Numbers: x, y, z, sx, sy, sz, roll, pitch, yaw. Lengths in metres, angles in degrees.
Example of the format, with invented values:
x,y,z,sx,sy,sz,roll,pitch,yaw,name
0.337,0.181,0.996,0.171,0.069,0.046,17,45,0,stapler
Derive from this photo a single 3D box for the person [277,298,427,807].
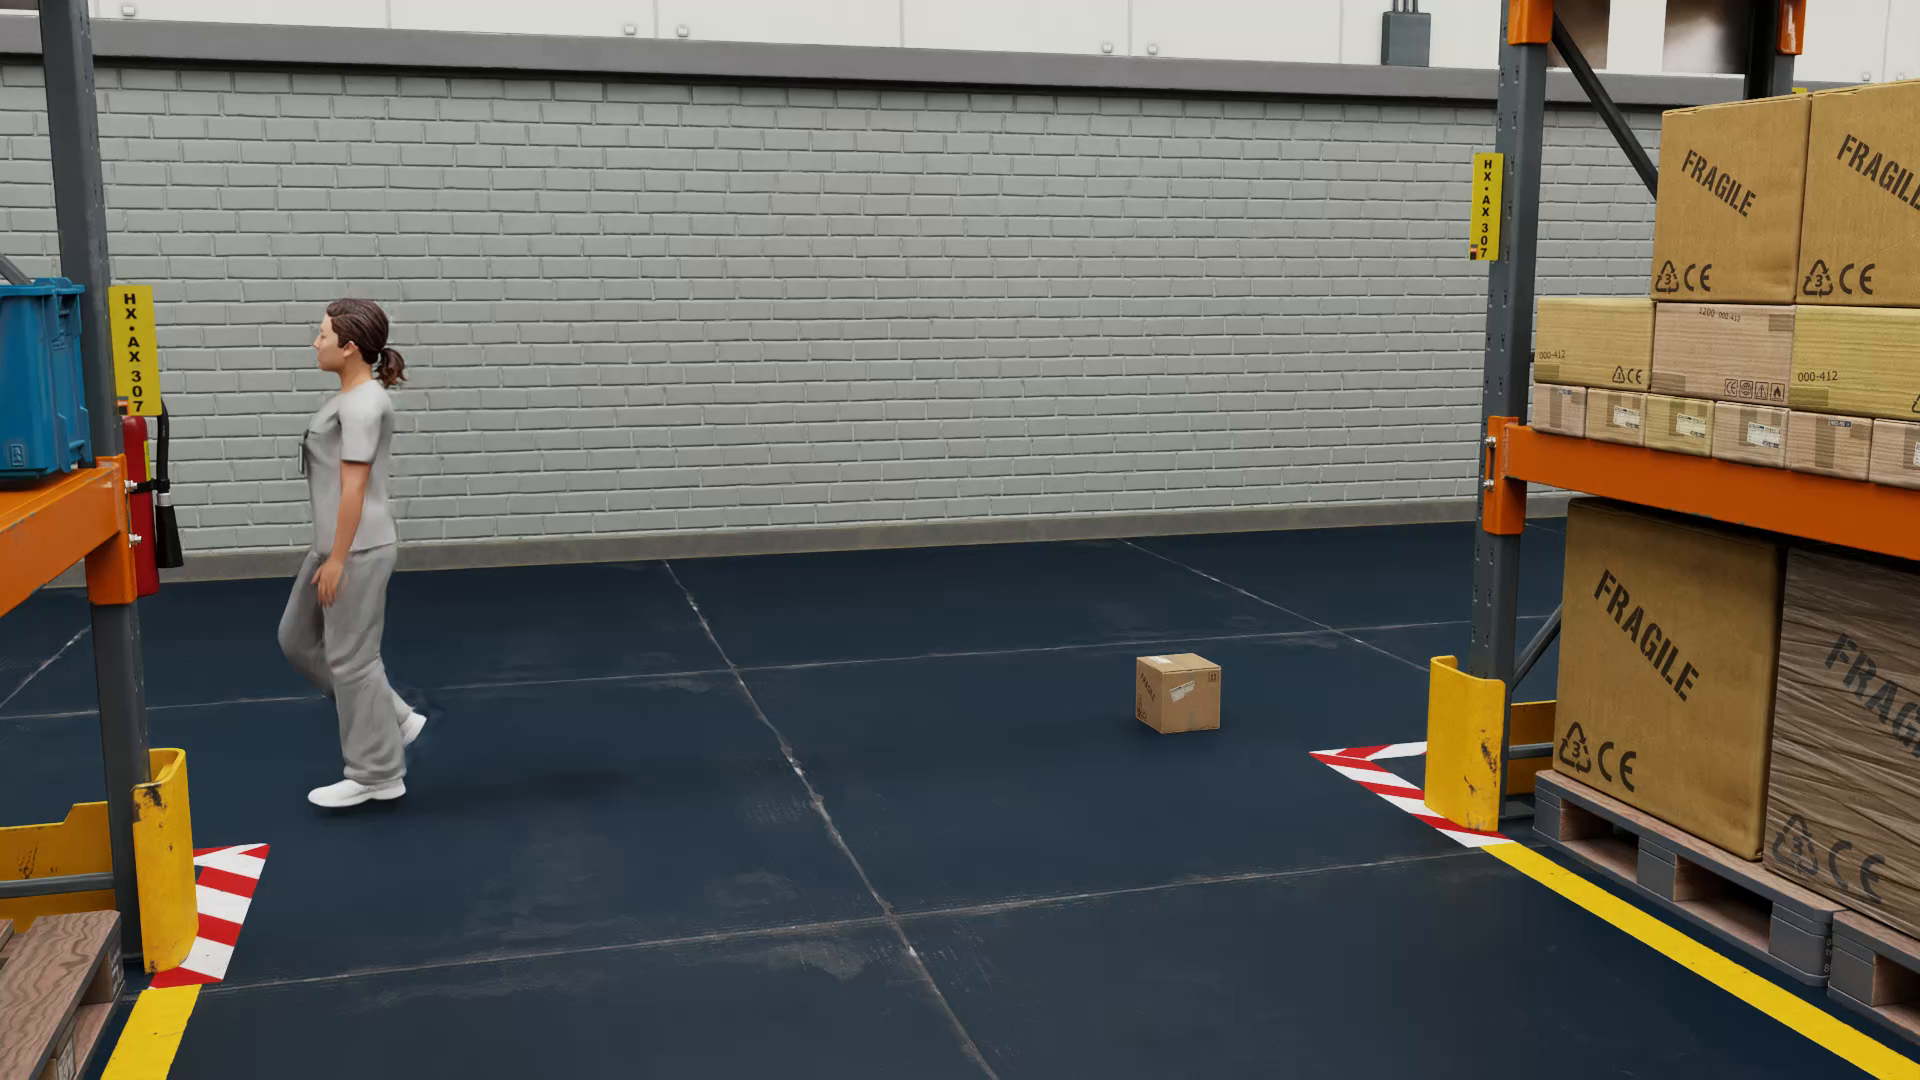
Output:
x,y,z,sx,sy,sz,roll,pitch,yaw,name
-2.008,0.051,5.446,0.456,1.658,0.444,-4,10,-22,person
